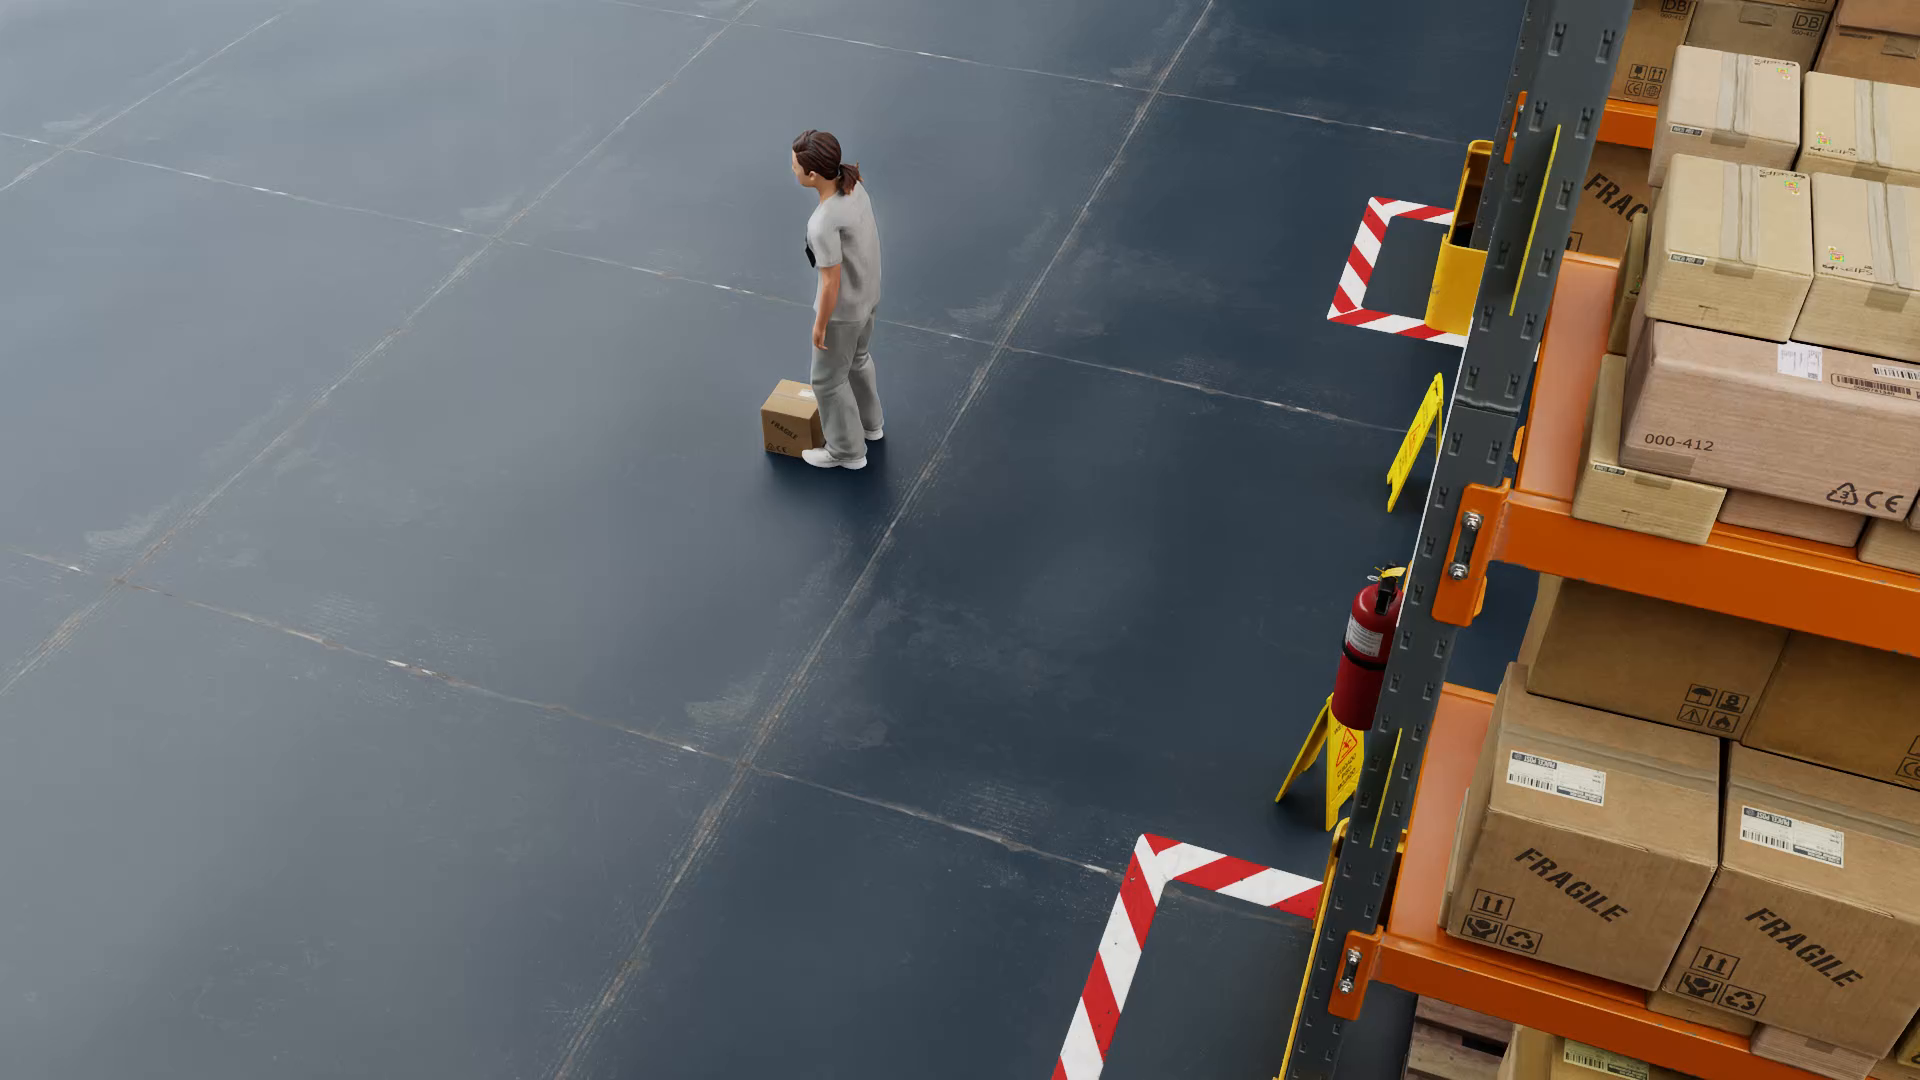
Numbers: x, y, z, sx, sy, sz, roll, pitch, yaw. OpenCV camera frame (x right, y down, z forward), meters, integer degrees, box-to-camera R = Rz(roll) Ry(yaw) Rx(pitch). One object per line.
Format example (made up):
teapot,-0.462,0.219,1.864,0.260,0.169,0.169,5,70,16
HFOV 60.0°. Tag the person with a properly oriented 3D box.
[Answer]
person,-0.533,-1.049,7.341,0.364,1.671,0.506,11,43,12
